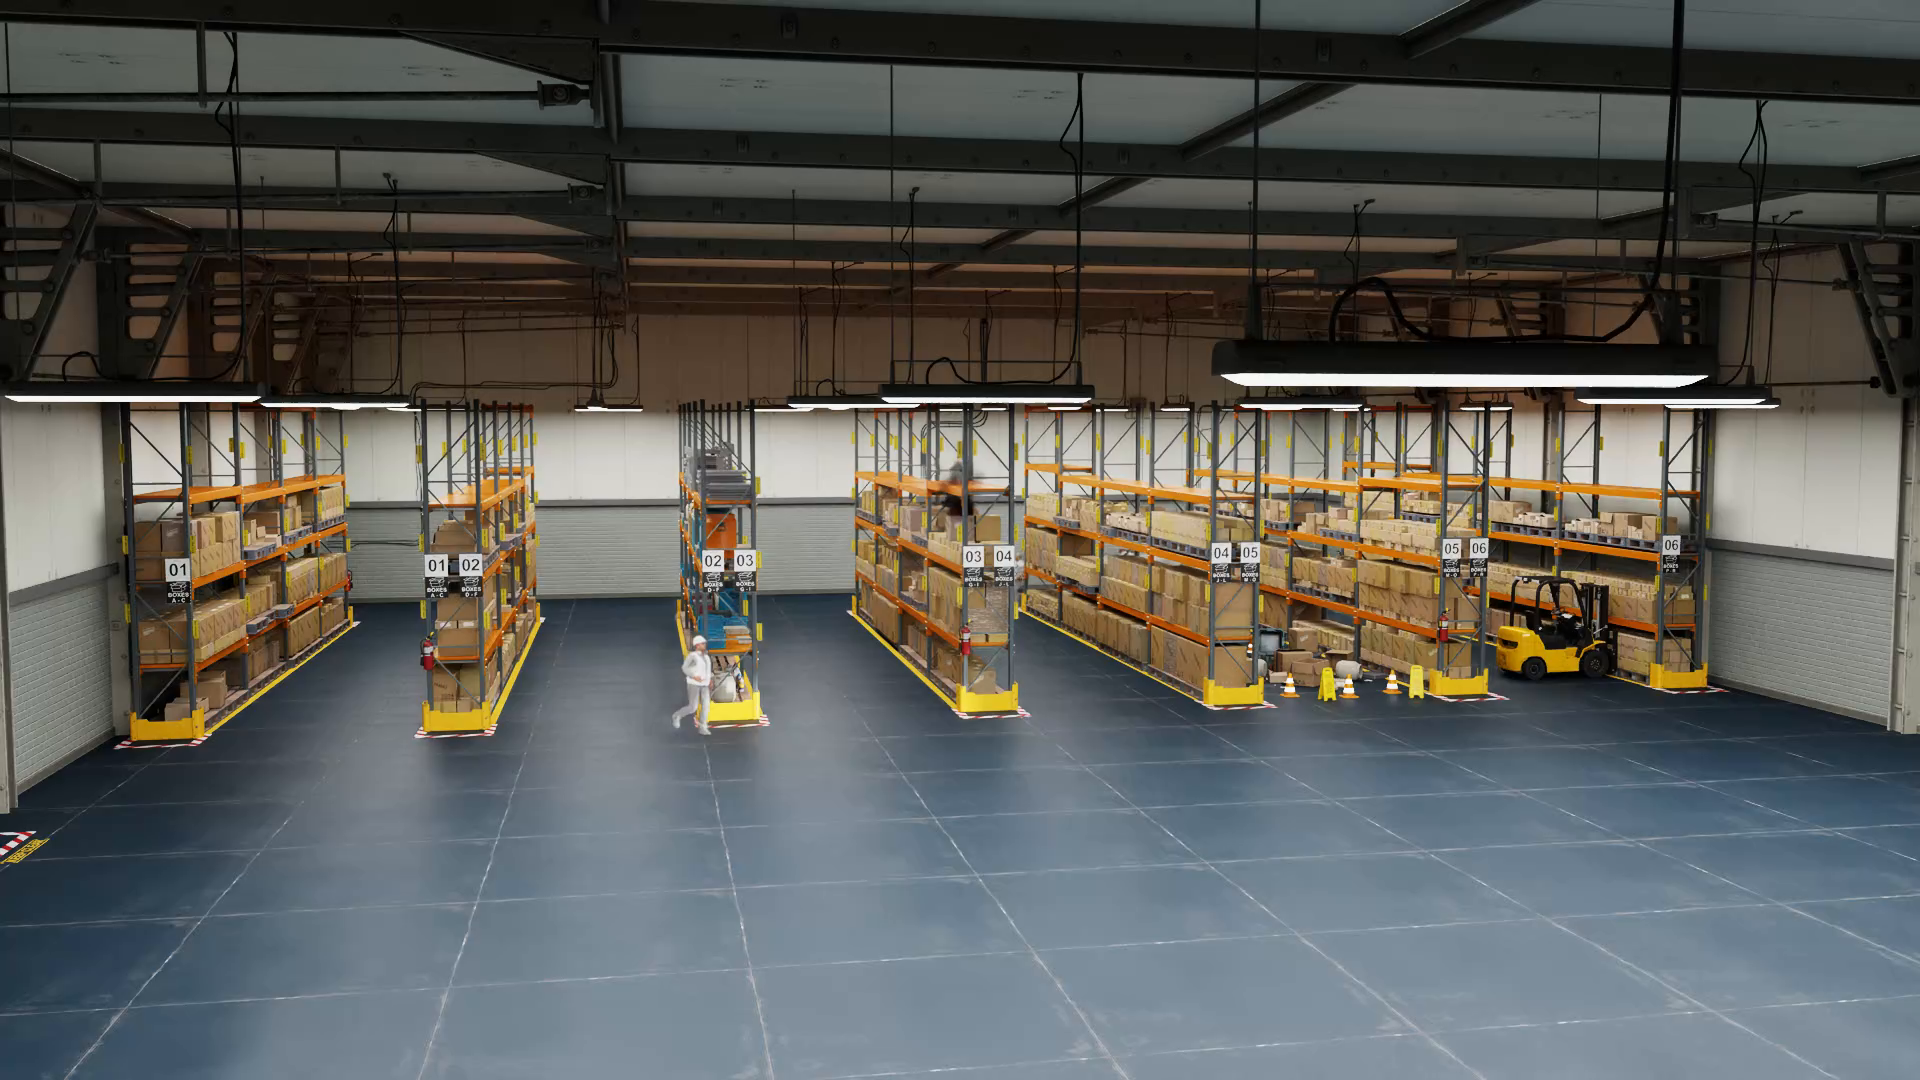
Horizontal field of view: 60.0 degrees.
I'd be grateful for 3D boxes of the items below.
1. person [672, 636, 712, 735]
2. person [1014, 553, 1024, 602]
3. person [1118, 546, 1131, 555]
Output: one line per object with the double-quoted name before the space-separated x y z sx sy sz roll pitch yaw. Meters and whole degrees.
"person" -4.689 2.596 29.946 0.889 1.728 0.714 3 5 35
"person" 1.725 1.182 49.701 0.529 1.604 0.688 -3 5 -35
"person" 5.020 1.032 50.521 0.987 1.840 0.731 0 4 -6
